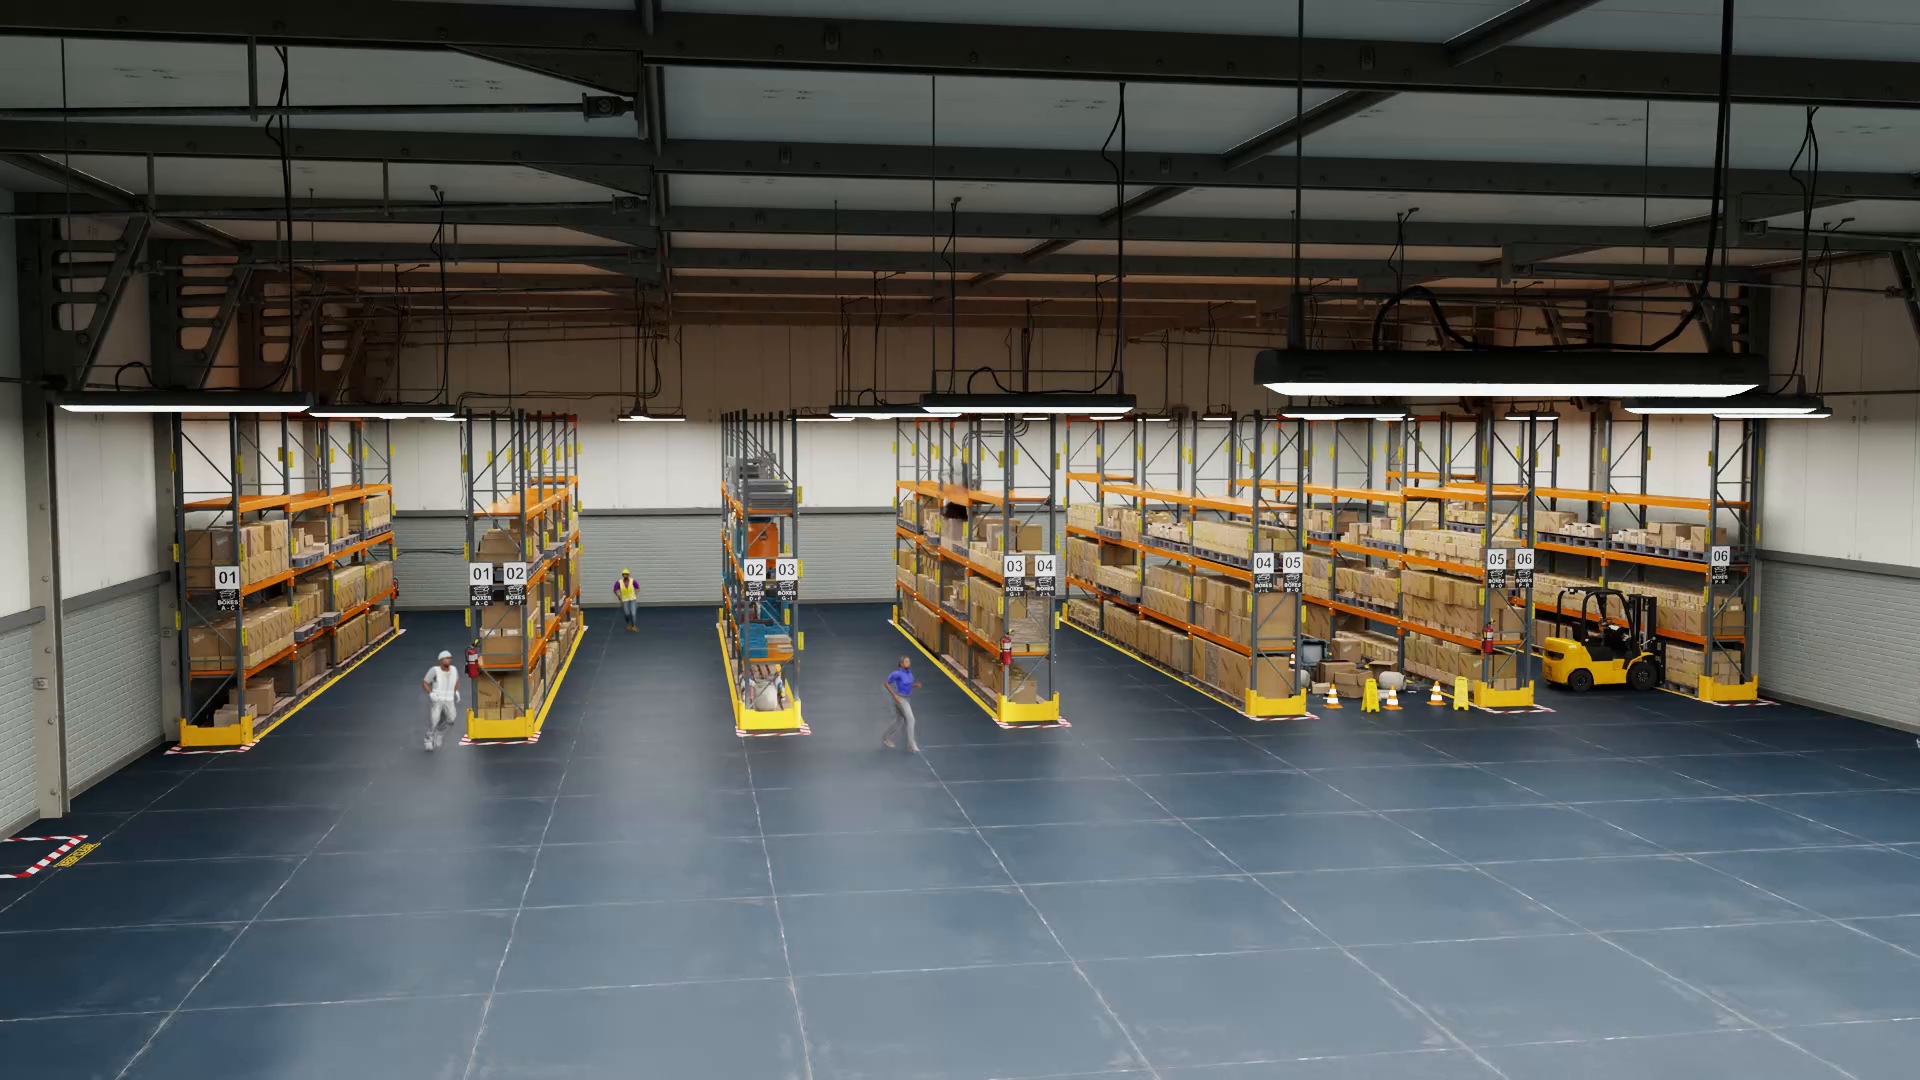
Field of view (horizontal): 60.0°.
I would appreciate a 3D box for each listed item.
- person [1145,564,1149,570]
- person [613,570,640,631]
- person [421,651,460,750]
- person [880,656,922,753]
[{"bbox_3d":[5.316,1.541,47.689,0.667,1.731,0.598,-1,4,-16],"label":"person"},{"bbox_3d":[-9.137,1.673,45.713,0.708,1.719,0.612,-1,4,-18],"label":"person"},{"bbox_3d":[-9.073,2.814,29.258,0.746,1.716,0.543,-4,5,-42],"label":"person"},{"bbox_3d":[-1.021,2.876,29.143,0.814,1.699,0.555,2,4,21],"label":"person"}]
